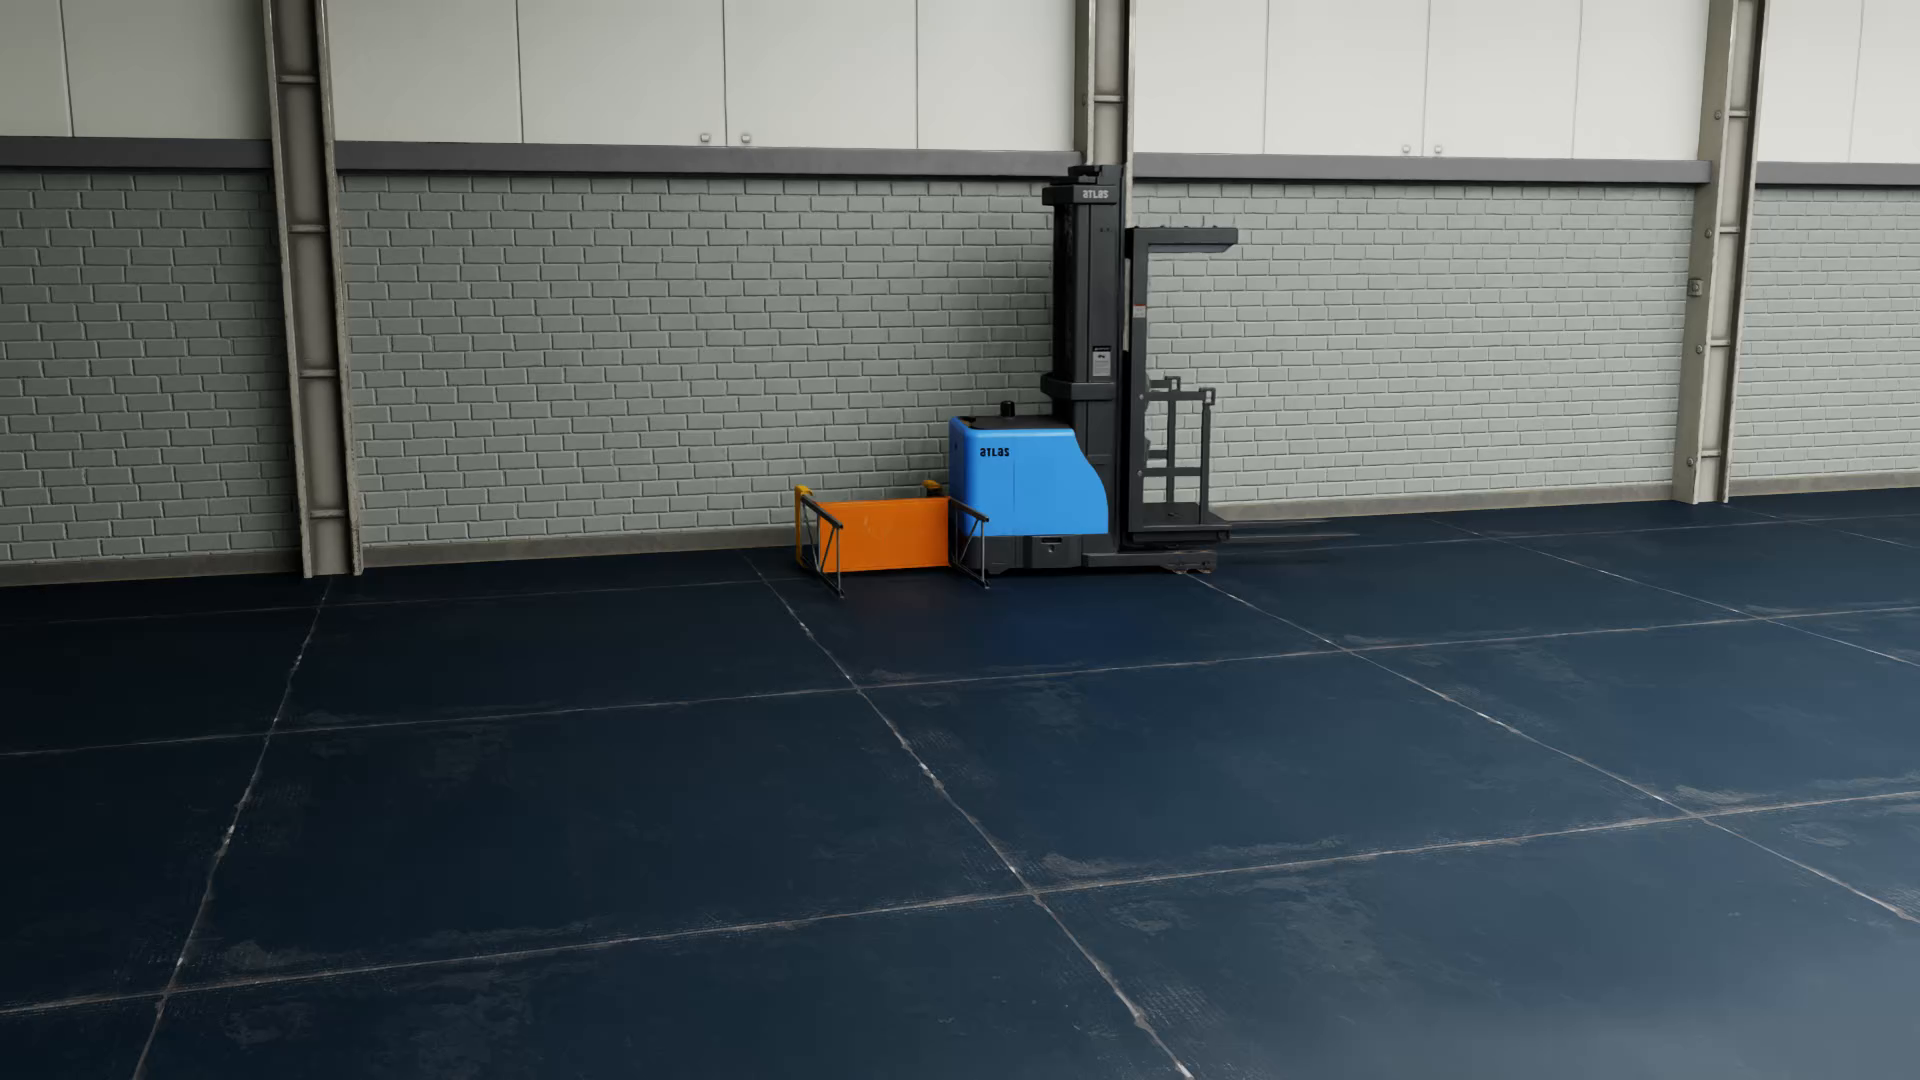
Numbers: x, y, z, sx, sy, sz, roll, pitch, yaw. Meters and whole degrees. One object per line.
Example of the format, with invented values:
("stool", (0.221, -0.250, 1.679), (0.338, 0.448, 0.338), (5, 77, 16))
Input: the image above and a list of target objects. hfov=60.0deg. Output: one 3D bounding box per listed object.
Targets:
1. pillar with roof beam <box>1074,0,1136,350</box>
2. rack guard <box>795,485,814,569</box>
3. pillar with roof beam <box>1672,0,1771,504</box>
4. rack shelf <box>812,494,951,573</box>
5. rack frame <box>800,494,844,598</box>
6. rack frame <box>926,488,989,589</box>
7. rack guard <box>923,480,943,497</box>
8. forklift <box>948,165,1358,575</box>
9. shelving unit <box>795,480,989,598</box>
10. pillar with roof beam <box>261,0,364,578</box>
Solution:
("pillar with roof beam", (2.353, -3.742, 9.017), (0.400, 9.000, 9.100), (-3, 11, -16))
("rack guard", (-1.162, -0.099, 12.391), (0.087, 0.587, 0.250), (-3, 11, -16))
("pillar with roof beam", (8.114, -4.045, 10.667), (0.400, 9.000, 9.100), (-3, 11, -16))
("rack shelf", (-0.567, -0.047, 12.108), (1.000, 0.538, 0.185), (-3, 11, -16))
("rack frame", (-1.003, 0.010, 11.796), (0.032, 0.500, 1.500), (-3, 11, -16))
("rack frame", (-0.028, -0.042, 12.081), (0.032, 0.500, 1.500), (-3, 11, -16))
("rack guard", (-0.207, -0.150, 12.670), (0.087, 0.587, 0.250), (-3, 11, -16))
("forklift", (1.459, -1.286, 12.434), (3.031, 2.935, 1.130), (-1, 11, -7))
("shelving unit", (-0.507, -0.016, 11.941), (1.083, 0.587, 1.500), (-3, 11, -16))
("pillar with roof beam", (-3.408, -3.438, 7.368), (0.400, 9.000, 9.100), (-3, 11, -16))
